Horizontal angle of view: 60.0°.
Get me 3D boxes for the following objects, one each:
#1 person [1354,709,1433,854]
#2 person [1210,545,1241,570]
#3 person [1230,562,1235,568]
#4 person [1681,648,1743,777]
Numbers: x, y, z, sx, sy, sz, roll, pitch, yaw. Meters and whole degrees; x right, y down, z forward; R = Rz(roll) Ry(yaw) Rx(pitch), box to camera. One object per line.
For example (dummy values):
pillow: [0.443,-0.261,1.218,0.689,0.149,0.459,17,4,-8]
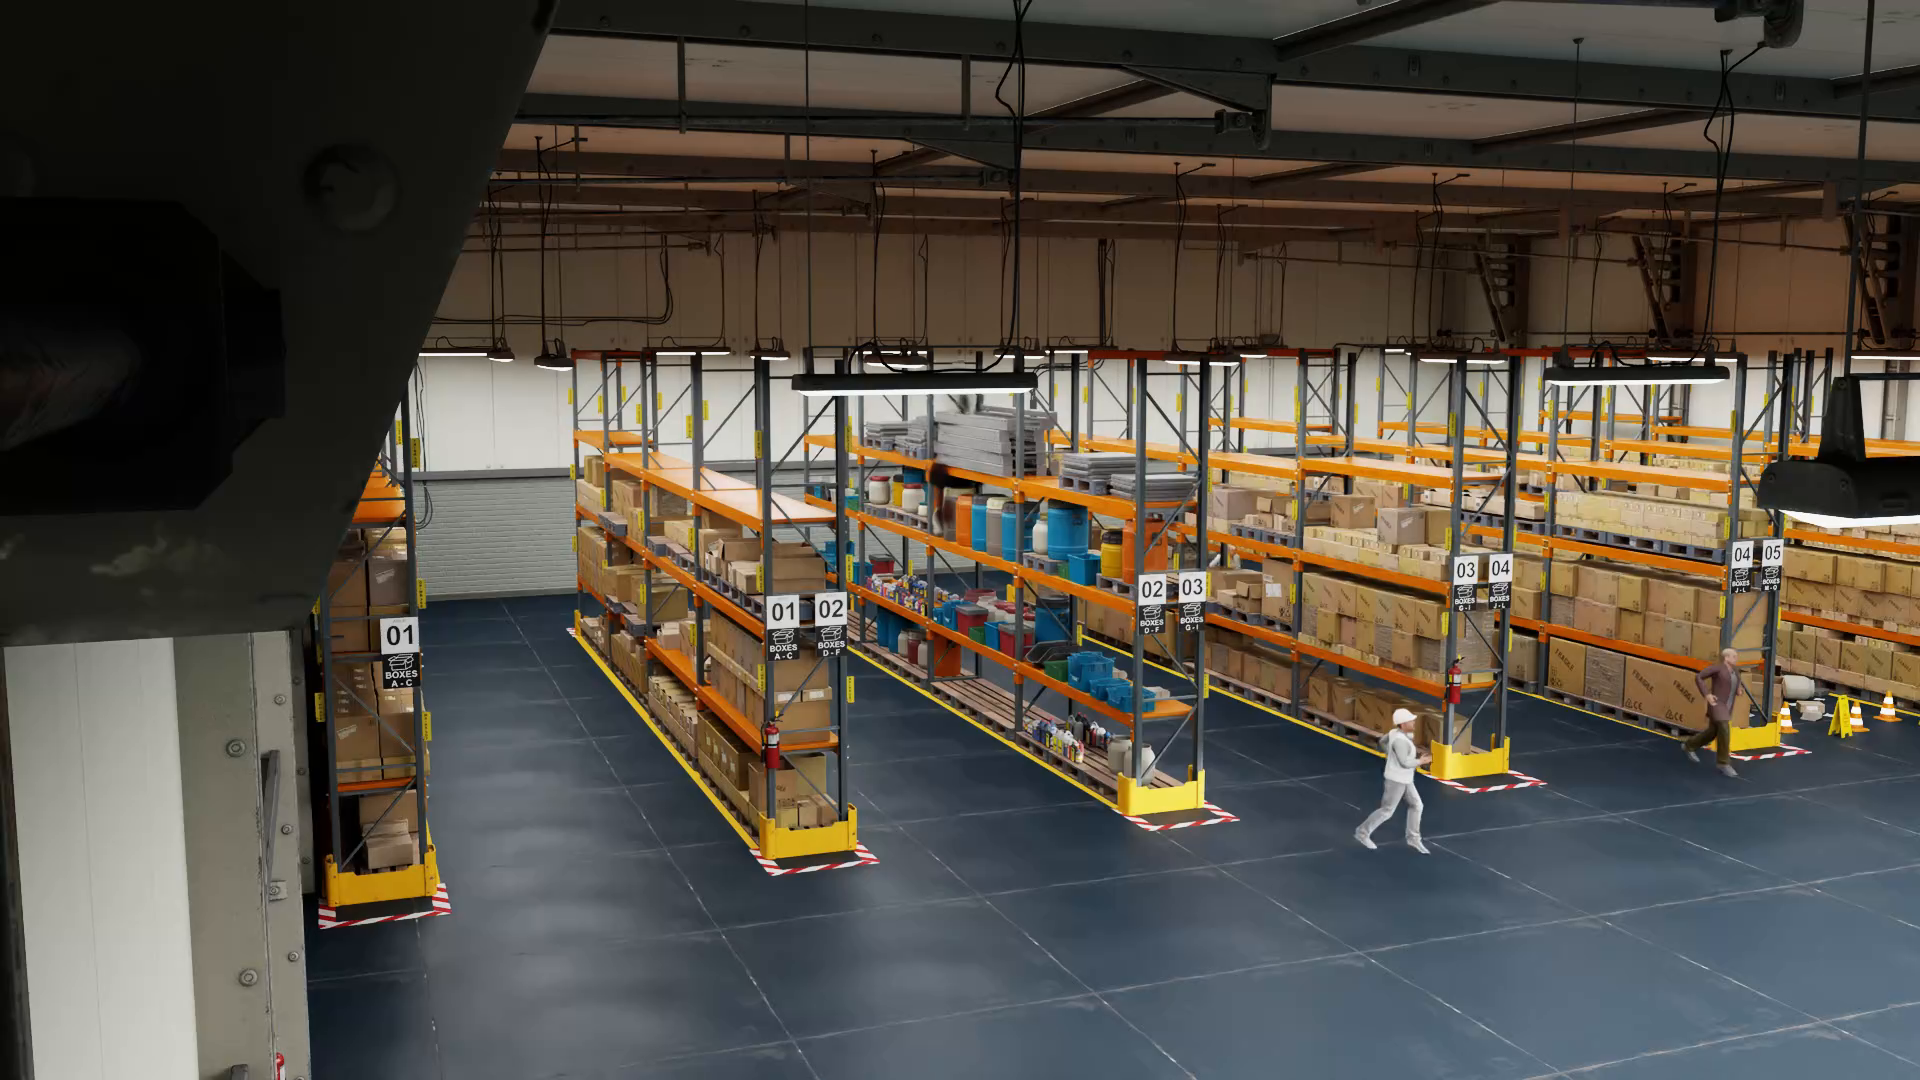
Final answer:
person: [5.294,2.939,20.288,0.905,1.820,0.662,2,7,16]
person: [5.867,0.927,36.844,0.701,1.712,0.792,-4,8,-29]
person: [5.511,1.299,34.067,0.587,1.679,0.664,-5,9,-33]
person: [11.085,2.452,24.255,0.732,1.771,1.025,-4,8,-32]
